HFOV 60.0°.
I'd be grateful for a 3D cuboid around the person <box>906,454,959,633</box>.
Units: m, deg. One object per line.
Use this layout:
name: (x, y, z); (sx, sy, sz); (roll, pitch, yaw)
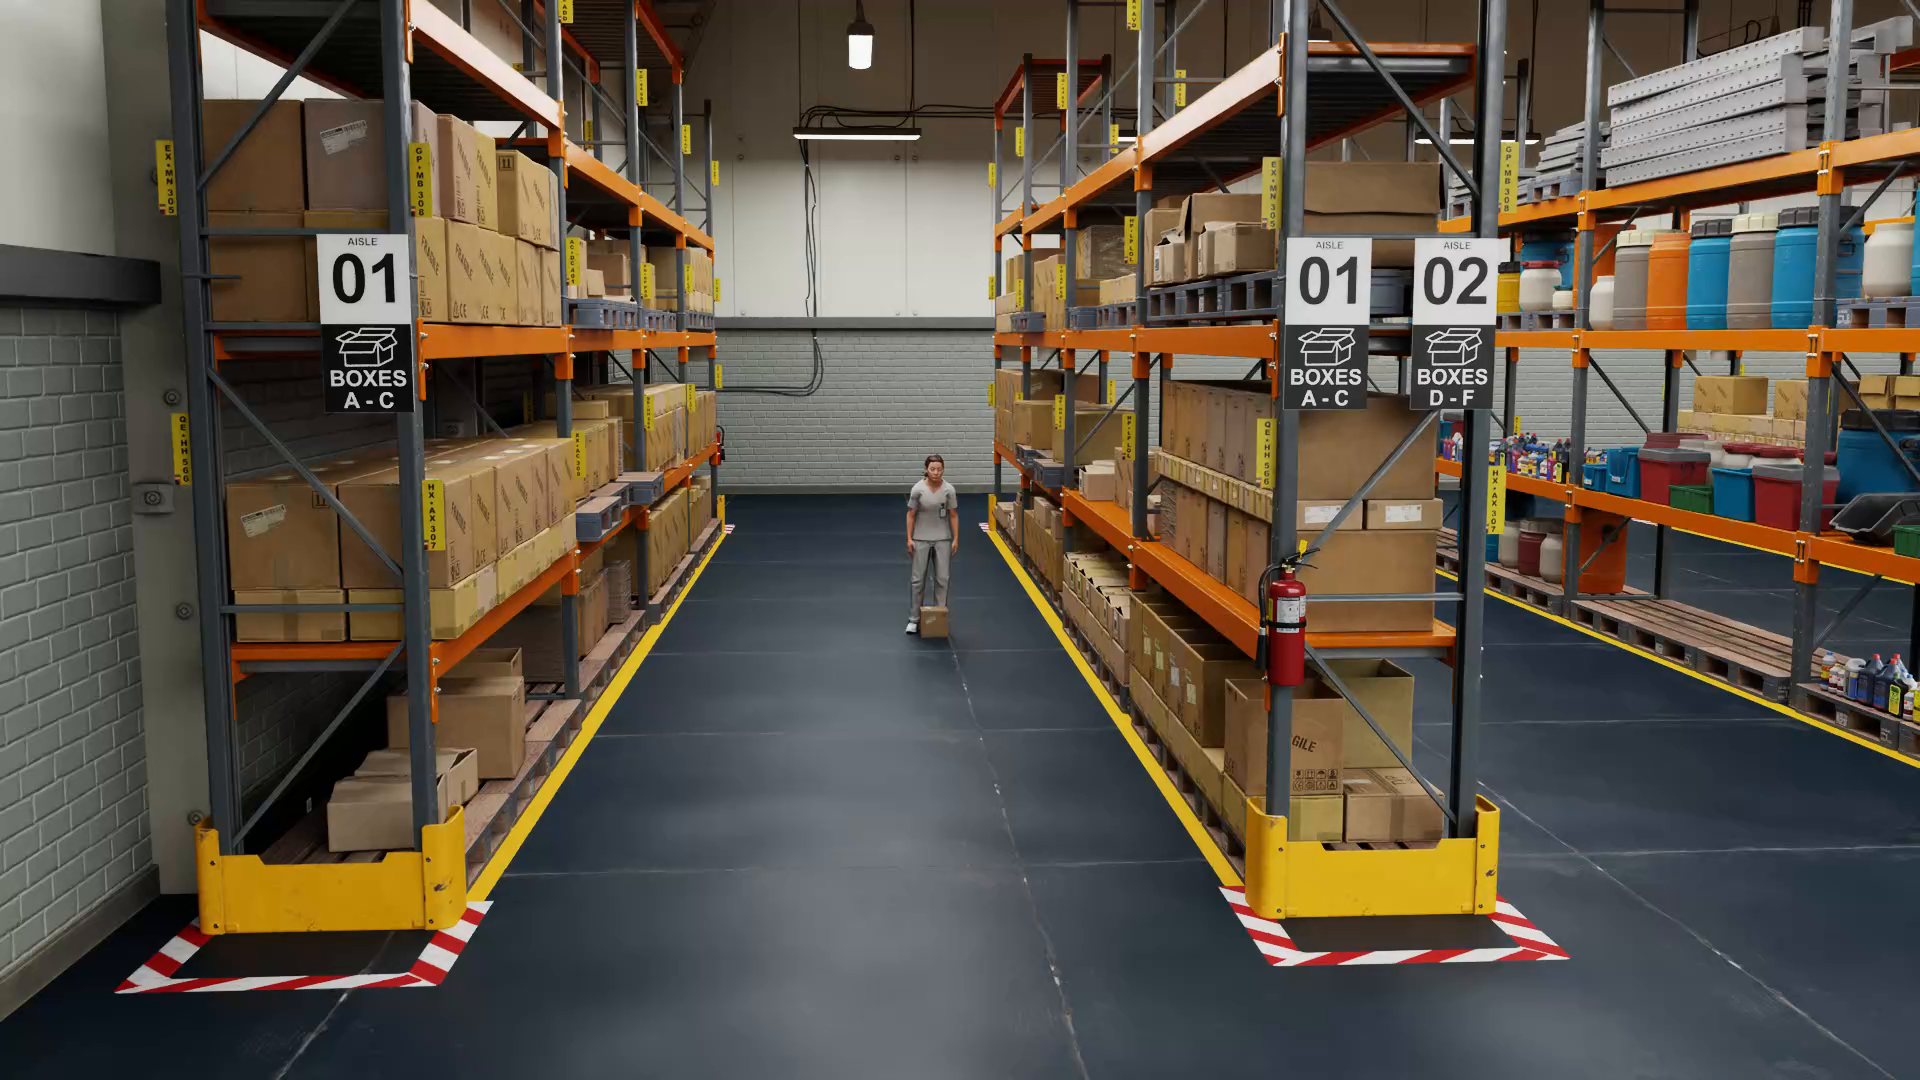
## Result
person: (-0.260, 0.026, 15.538); (0.510, 1.673, 0.407); (-1, 7, -6)
